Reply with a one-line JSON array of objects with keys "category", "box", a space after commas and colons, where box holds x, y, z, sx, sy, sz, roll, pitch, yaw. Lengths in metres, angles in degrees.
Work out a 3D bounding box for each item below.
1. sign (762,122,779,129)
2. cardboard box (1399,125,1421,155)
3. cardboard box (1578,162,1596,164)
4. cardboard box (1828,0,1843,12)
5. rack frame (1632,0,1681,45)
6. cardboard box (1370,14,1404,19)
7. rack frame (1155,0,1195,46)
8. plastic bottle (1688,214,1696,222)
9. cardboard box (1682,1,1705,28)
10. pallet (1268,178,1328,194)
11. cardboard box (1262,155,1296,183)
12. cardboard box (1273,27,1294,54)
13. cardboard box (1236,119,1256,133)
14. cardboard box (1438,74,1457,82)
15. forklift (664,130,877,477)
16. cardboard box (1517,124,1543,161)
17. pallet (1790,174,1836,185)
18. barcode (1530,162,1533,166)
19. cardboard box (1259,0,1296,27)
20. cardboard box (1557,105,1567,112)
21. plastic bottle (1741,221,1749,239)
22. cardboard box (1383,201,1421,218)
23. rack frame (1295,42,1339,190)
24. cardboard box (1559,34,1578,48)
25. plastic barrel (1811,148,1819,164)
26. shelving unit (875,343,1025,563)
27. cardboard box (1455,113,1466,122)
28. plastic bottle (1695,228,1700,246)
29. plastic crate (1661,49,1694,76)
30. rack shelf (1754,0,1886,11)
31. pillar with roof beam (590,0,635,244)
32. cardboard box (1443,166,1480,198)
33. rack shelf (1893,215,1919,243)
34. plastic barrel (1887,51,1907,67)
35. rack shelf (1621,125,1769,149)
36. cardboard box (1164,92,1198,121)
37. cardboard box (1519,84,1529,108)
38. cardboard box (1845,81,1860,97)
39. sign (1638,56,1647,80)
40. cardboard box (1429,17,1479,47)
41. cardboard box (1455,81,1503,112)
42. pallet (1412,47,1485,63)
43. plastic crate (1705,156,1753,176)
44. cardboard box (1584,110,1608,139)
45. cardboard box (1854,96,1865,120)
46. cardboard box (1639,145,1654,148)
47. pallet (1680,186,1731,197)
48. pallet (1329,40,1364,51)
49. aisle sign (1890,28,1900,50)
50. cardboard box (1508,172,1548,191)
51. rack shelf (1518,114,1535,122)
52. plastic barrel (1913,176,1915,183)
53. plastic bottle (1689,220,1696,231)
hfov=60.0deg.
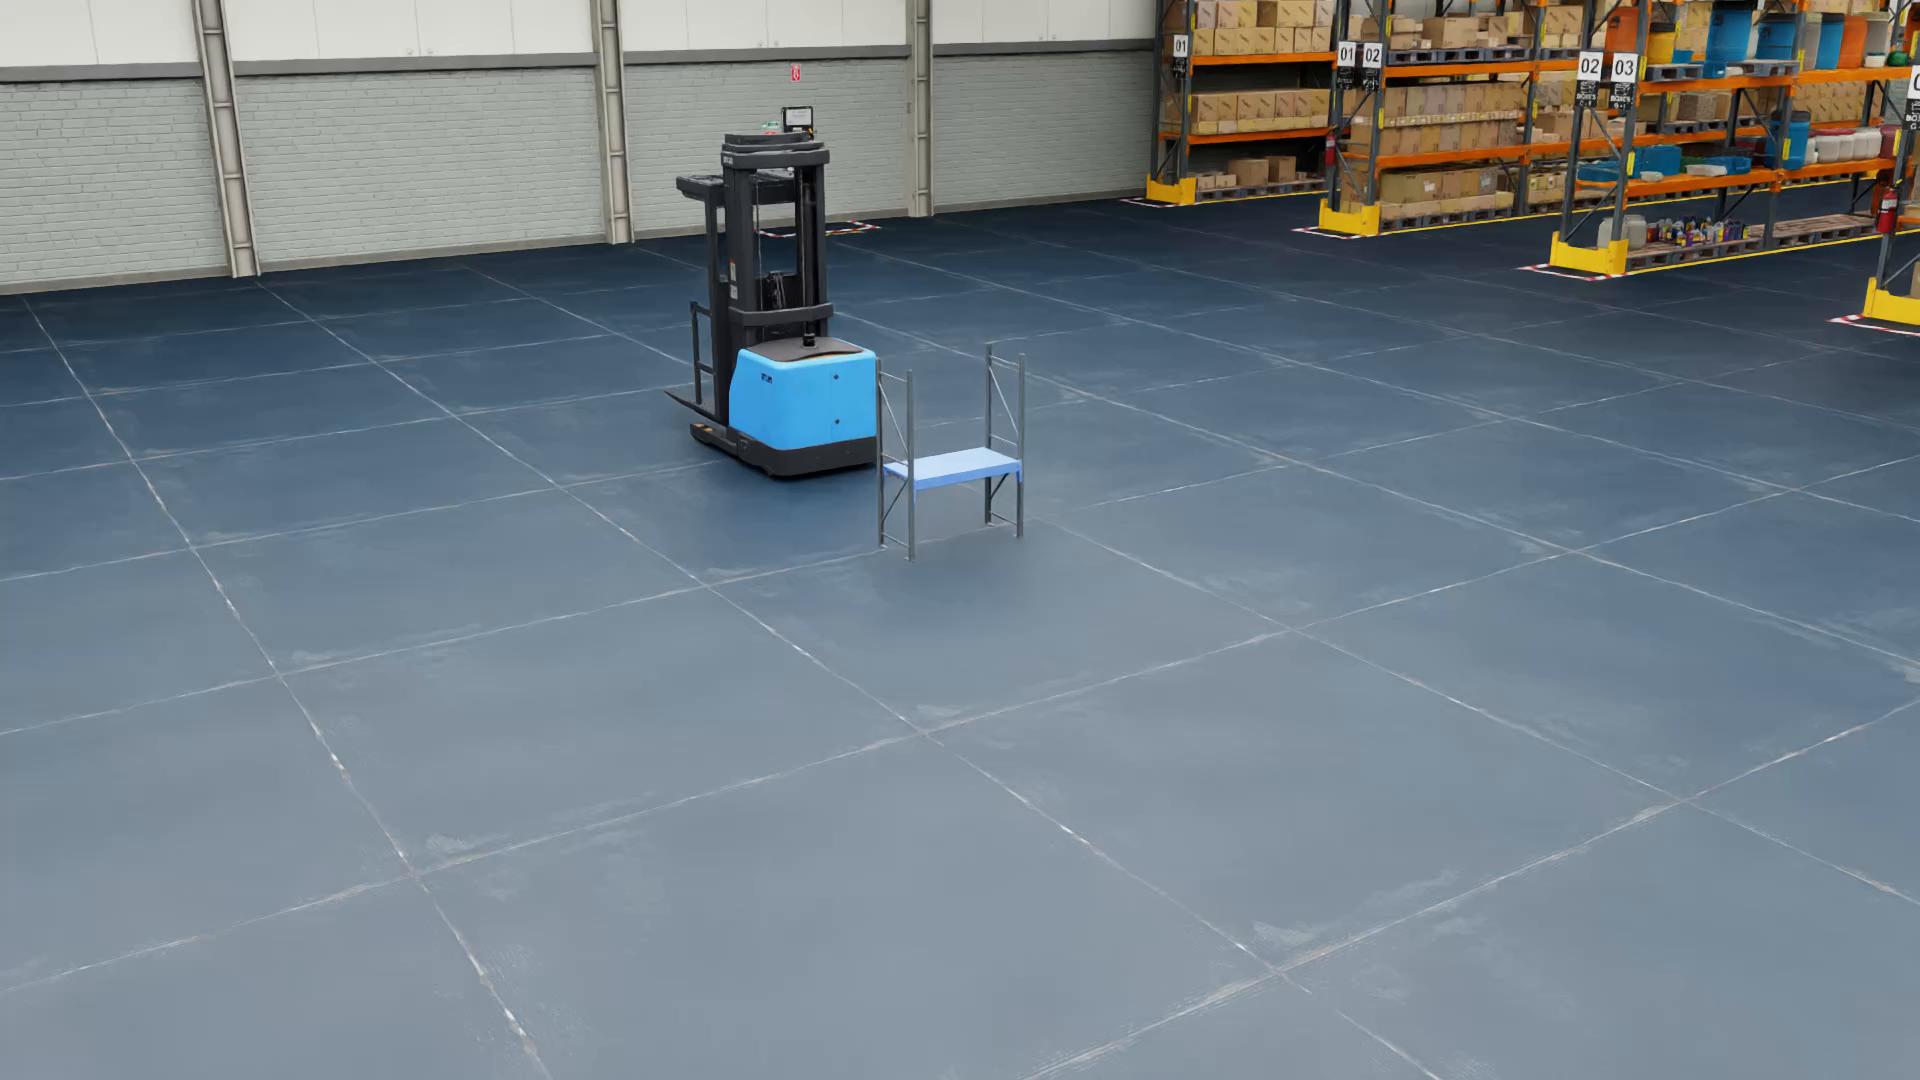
[{"category": "sign", "box": [-3.337, -7.293, 29.251, 0.331, 0.109, 0.001, -12, 22, -31]}, {"category": "cardboard box", "box": [7.720, -7.120, 29.465, 0.500, 0.500, 0.700, -11, 22, -30]}, {"category": "cardboard box", "box": [12.536, -7.362, 33.101, 0.500, 0.311, 0.500, -13, 22, -33]}, {"category": "cardboard box", "box": [18.205, -11.191, 35.263, 0.500, 0.500, 0.700, -12, 22, -31]}, {"category": "rack frame", "box": [13.569, -11.151, 32.177, 0.127, 3.000, 1.000, -12, 22, -31]}, {"category": "cardboard box", "box": [9.031, -10.888, 35.272, 0.500, 0.500, 0.500, -13, 23, -33]}, {"category": "rack frame", "box": [4.160, -11.066, 31.927, 0.127, 3.000, 1.000, -12, 22, -31]}, {"category": "plastic bottle", "box": [12.047, -5.201, 27.395, 0.185, 0.351, 0.144, -11, 22, -30]}, {"category": "cardboard box", "box": [14.363, -10.416, 32.970, 0.500, 0.500, 0.500, -12, 22, -31]}, {"category": "pallet", "box": [6.959, -7.480, 35.040, 1.213, 0.211, 1.003, -12, 22, -31]}, {"category": "cardboard box", "box": [6.656, -7.759, 34.729, 0.500, 0.500, 0.500, -14, 23, -35]}, {"category": "cardboard box", "box": [6.344, -10.058, 33.441, 0.500, 0.500, 0.500, -13, 23, -33]}, {"category": "cardboard box", "box": [5.597, -8.347, 33.454, 0.500, 0.250, 0.500, -12, 22, -32]}, {"category": "cardboard box", "box": [11.078, -10.335, 37.310, 0.500, 0.250, 0.500, -11, 22, -30]}, {"category": "forklift", "box": [-1.950, -2.369, 15.676, 1.130, 2.935, 3.031, -12, 22, -31]}, {"category": "cardboard box", "box": [12.970, -9.212, 38.510, 0.750, 0.750, 0.750, -11, 22, -30]}, {"category": "pallet", "box": [18.504, -8.029, 36.665, 1.213, 0.211, 1.003, -12, 22, -31]}, {"category": "barcode", "box": [10.670, -7.017, 31.034, 0.075, 0.075, 0.001, -12, 22, -31]}, {"category": "cardboard box", "box": [6.349, -10.525, 33.262, 0.500, 0.500, 0.500, -13, 23, -33]}, {"category": "cardboard box", "box": [13.858, -10.042, 38.626, 0.250, 0.149, 0.380, -11, 22, -30]}, {"category": "plastic bottle", "box": [12.729, -5.027, 26.986, 0.133, 0.283, 0.061, -11, 21, -29]}, {"category": "cardboard box", "box": [7.873, -5.920, 29.710, 0.500, 0.250, 0.500, -12, 22, -31]}, {"category": "rack frame", "box": [7.501, -8.929, 34.972, 0.127, 3.000, 1.000, -12, 22, -31]}, {"category": "cardboard box", "box": [11.205, -9.357, 31.132, 0.500, 0.250, 0.500, -15, 24, -37]}, {"category": "plastic barrel", "box": [14.139, -6.405, 27.724, 0.301, 0.262, 0.301, 0, 19, 0]}, {"category": "shelving unit", "box": [-0.071, -0.695, 12.960, 1.048, 1.500, 0.538, -12, 22, -31]}, {"category": "cardboard box", "box": [8.838, -7.583, 29.822, 0.250, 0.149, 0.380, -11, 22, -30]}, {"category": "plastic bottle", "box": [11.664, -4.804, 26.344, 0.097, 0.271, 0.097, 0, 19, 0]}, {"category": "plastic crate", "box": [11.036, -7.404, 25.803, 0.575, 0.384, 0.392, -12, 22, -31]}, {"category": "rack shelf", "box": [14.620, -8.943, 27.394, 4.000, 0.370, 1.077, -12, 22, -31]}, {"category": "pillar with roof beam", "box": [-3.386, -8.156, 23.318, 0.400, 9.000, 9.100, -12, 22, -31]}, {"category": "cardboard box", "box": [9.122, -6.542, 30.378, 0.500, 0.500, 0.500, -12, 22, -31]}, {"category": "rack shelf", "box": [14.003, -4.261, 22.288, 4.000, 0.370, 1.077, -12, 22, -31]}, {"category": "plastic barrel", "box": [16.112, -8.273, 28.593, 0.294, 0.245, 0.294, 0, 19, 0]}, {"category": "rack shelf", "box": [15.239, -8.320, 34.295, 4.000, 0.370, 1.077, -12, 22, -31]}, {"category": "cardboard box", "box": [4.437, -8.658, 33.202, 0.500, 0.500, 0.500, -12, 22, -32]}, {"category": "cardboard box", "box": [12.676, -10.119, 37.840, 0.500, 0.500, 0.500, -11, 22, -30]}, {"category": "cardboard box", "box": [19.178, -9.905, 36.143, 0.500, 0.500, 0.500, -11, 22, -30]}, {"category": "sign", "box": [9.908, -6.851, 24.130, 0.005, 0.325, 0.100, -12, 22, -31]}, {"category": "cardboard box", "box": [8.784, -9.083, 29.709, 0.637, 0.503, 0.797, -9, 21, -25]}, {"category": "cardboard box", "box": [9.440, -8.097, 30.330, 0.500, 0.500, 0.700, -12, 22, -32]}, {"category": "pallet", "box": [8.512, -8.613, 29.491, 1.213, 0.211, 1.003, -12, 22, -31]}, {"category": "plastic crate", "box": [12.174, -5.941, 26.366, 0.616, 0.251, 0.499, -12, 22, -31]}, {"category": "cardboard box", "box": [12.177, -8.056, 32.235, 0.500, 0.500, 0.500, -13, 23, -34]}, {"category": "cardboard box", "box": [19.595, -9.521, 36.569, 0.500, 0.500, 0.500, -12, 22, -31]}, {"category": "cardboard box", "box": [14.266, -7.927, 34.054, 0.500, 0.250, 0.500, -11, 22, -29]}, {"category": "pallet", "box": [15.231, -7.323, 34.576, 1.213, 0.211, 1.003, -12, 22, -31]}, {"category": "pallet", "box": [8.075, -10.341, 34.759, 1.003, 0.211, 1.213, -12, 22, -31]}, {"category": "aisle sign", "box": [20.476, -10.880, 36.683, 0.004, 0.787, 0.394, -12, 22, -31]}, {"category": "cardboard box", "box": [10.710, -6.772, 31.356, 0.500, 0.311, 0.500, -12, 22, -31]}, {"category": "rack shelf", "box": [12.512, -9.645, 38.213, 4.000, 0.370, 1.077, -12, 22, -31]}, {"category": "plastic barrel", "box": [17.633, -6.329, 30.393, 0.708, 0.588, 0.600, -12, 22, -31]}, {"category": "plastic bottle", "box": [11.992, -5.106, 27.236, 0.097, 0.271, 0.097, 0, 19, 0]}]
